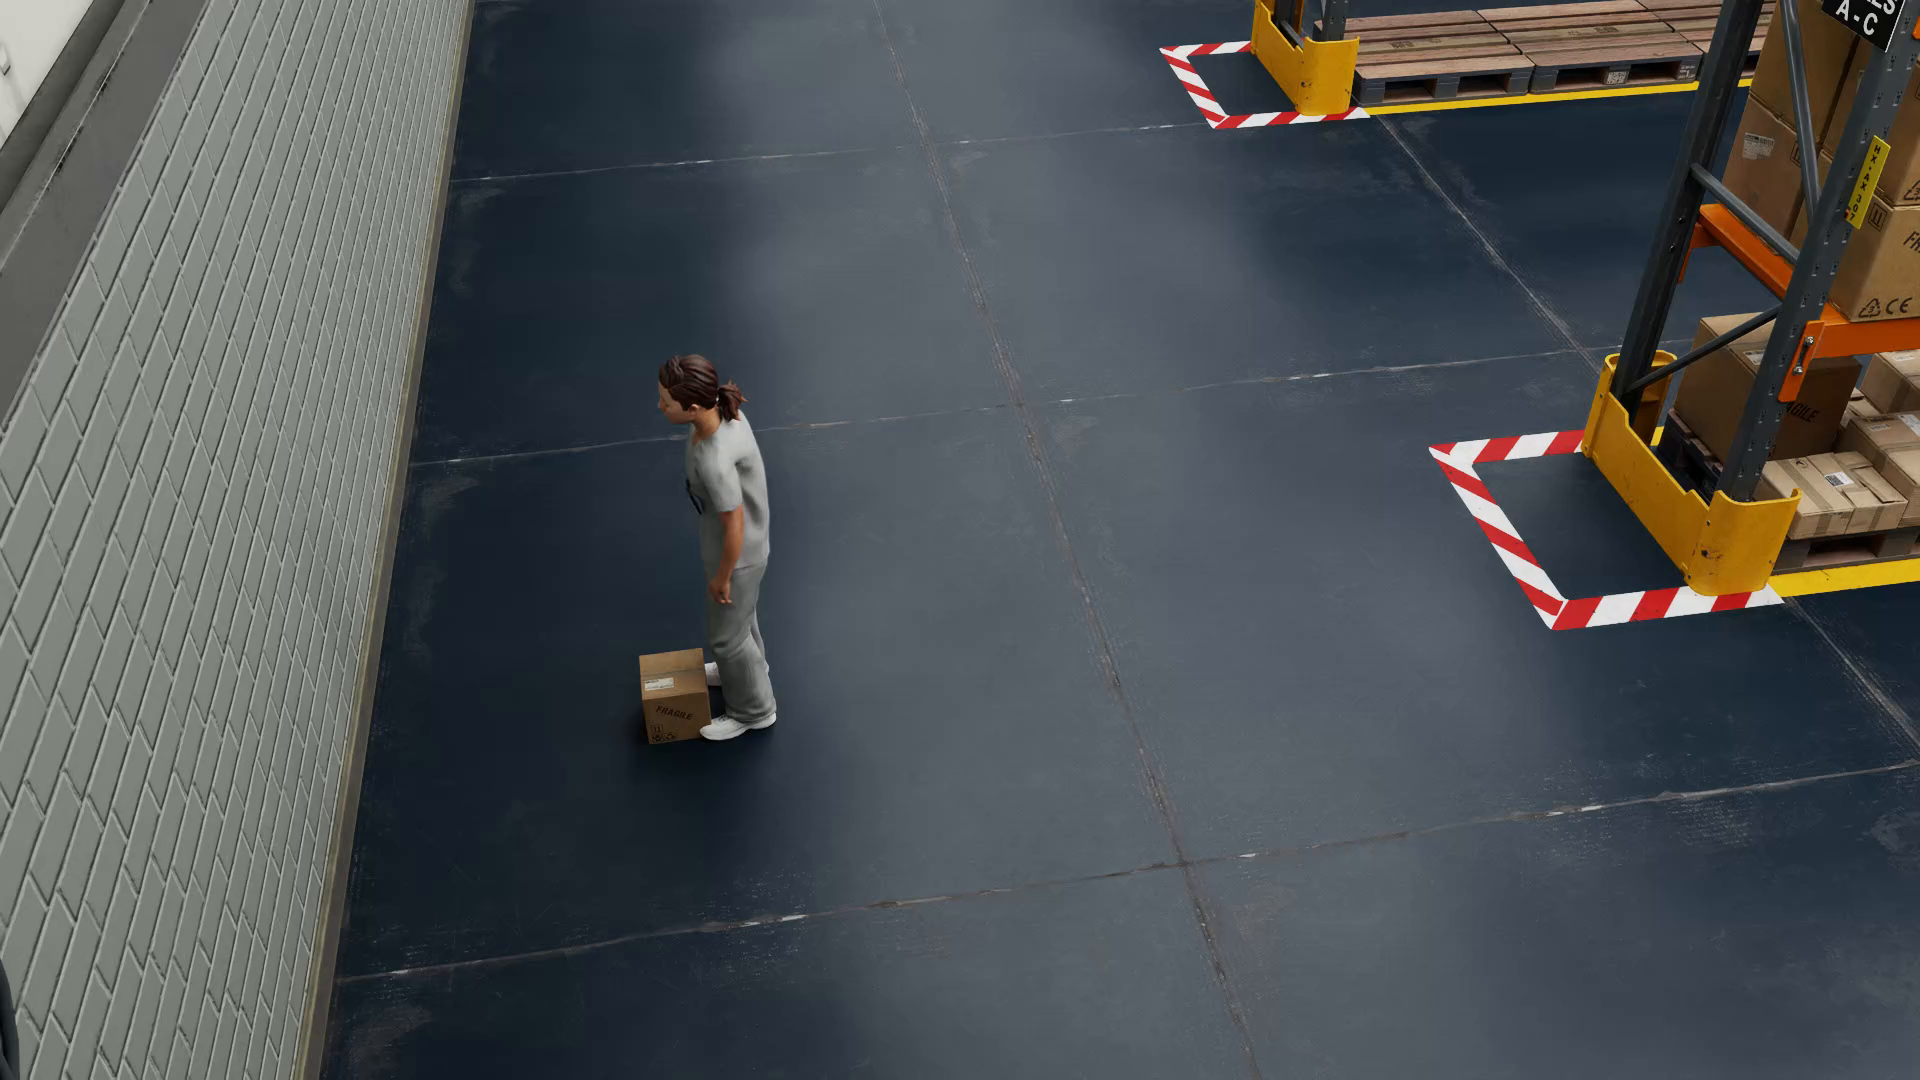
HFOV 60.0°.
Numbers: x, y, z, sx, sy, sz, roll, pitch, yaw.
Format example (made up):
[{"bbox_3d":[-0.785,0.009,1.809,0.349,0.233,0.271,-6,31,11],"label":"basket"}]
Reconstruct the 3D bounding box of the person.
[{"bbox_3d":[-0.872,0.023,6.127,0.360,1.672,0.484,-6,39,-8],"label":"person"}]
